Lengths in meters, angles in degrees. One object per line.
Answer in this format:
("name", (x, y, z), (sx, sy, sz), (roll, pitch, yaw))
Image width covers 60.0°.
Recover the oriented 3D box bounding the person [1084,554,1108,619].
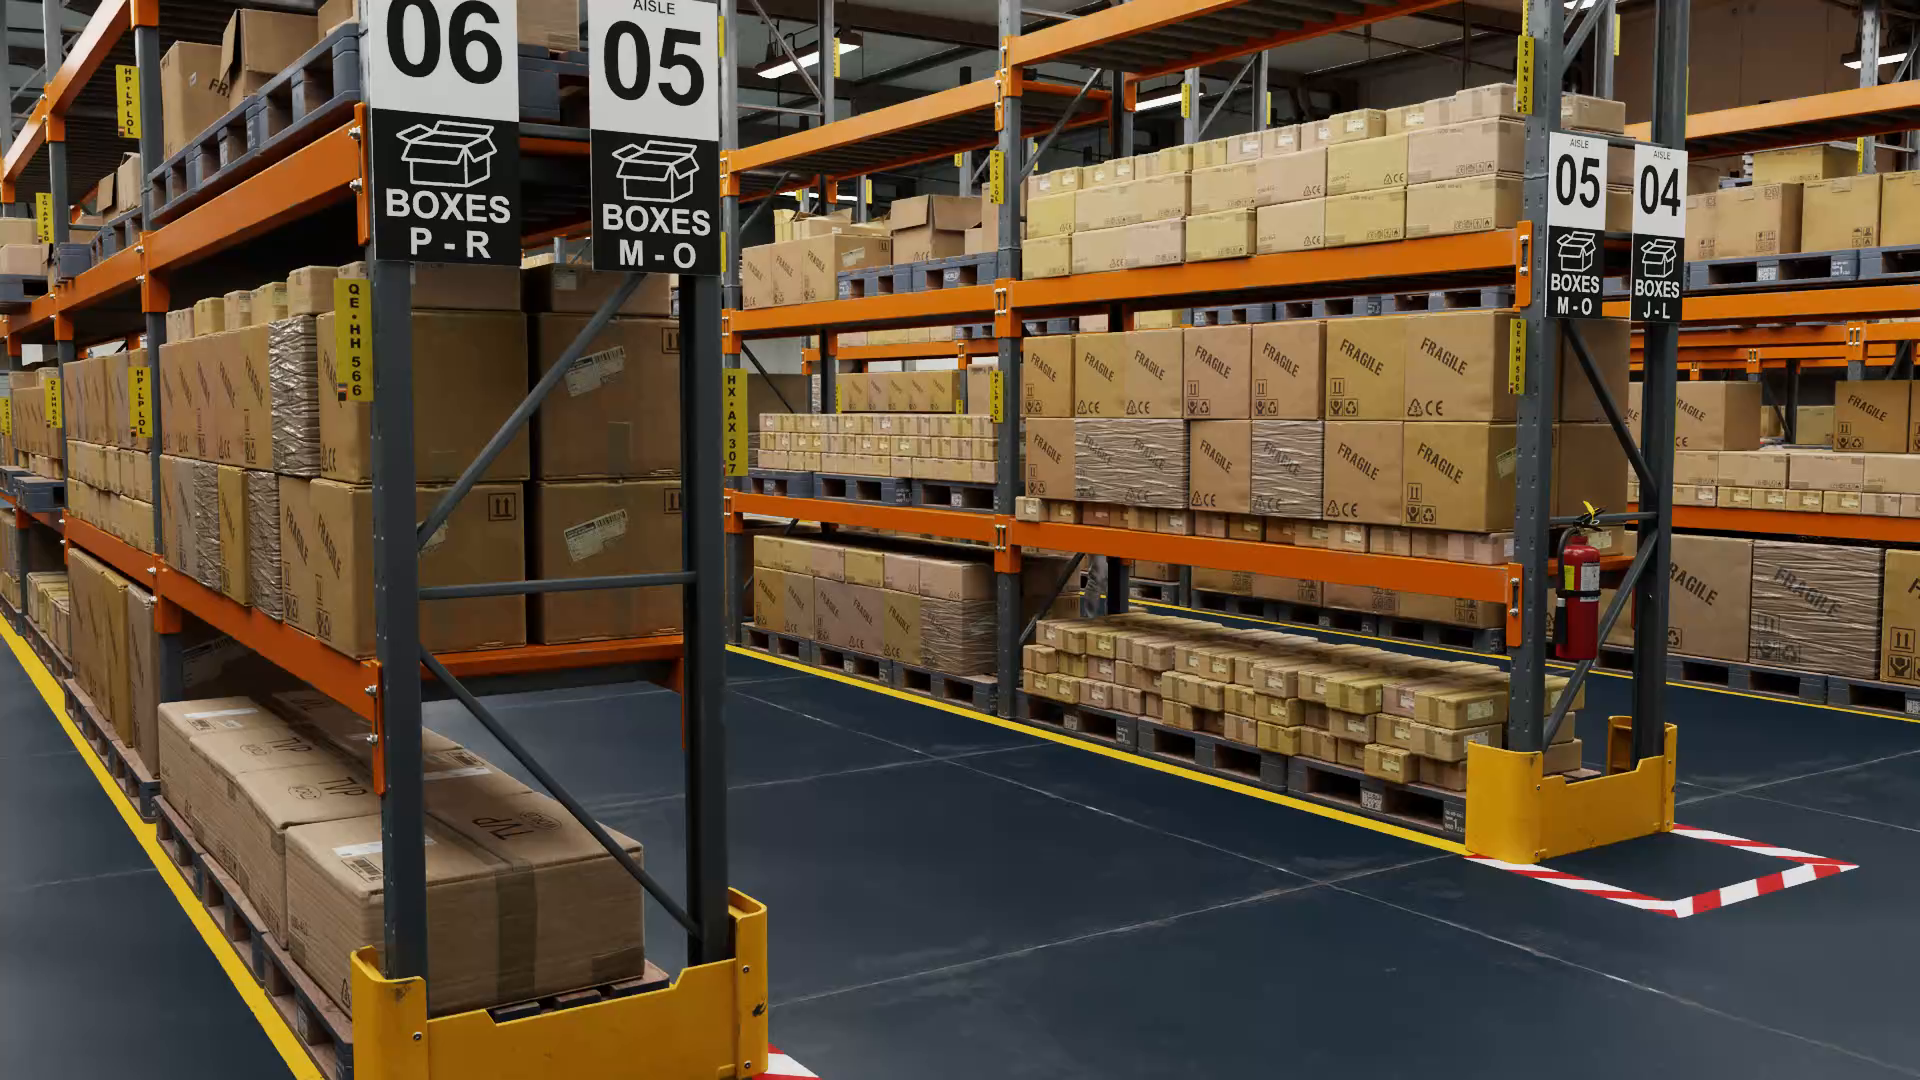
("person", (1.329, -0.046, 14.785), (0.627, 1.761, 0.460), (-3, 6, -34))
